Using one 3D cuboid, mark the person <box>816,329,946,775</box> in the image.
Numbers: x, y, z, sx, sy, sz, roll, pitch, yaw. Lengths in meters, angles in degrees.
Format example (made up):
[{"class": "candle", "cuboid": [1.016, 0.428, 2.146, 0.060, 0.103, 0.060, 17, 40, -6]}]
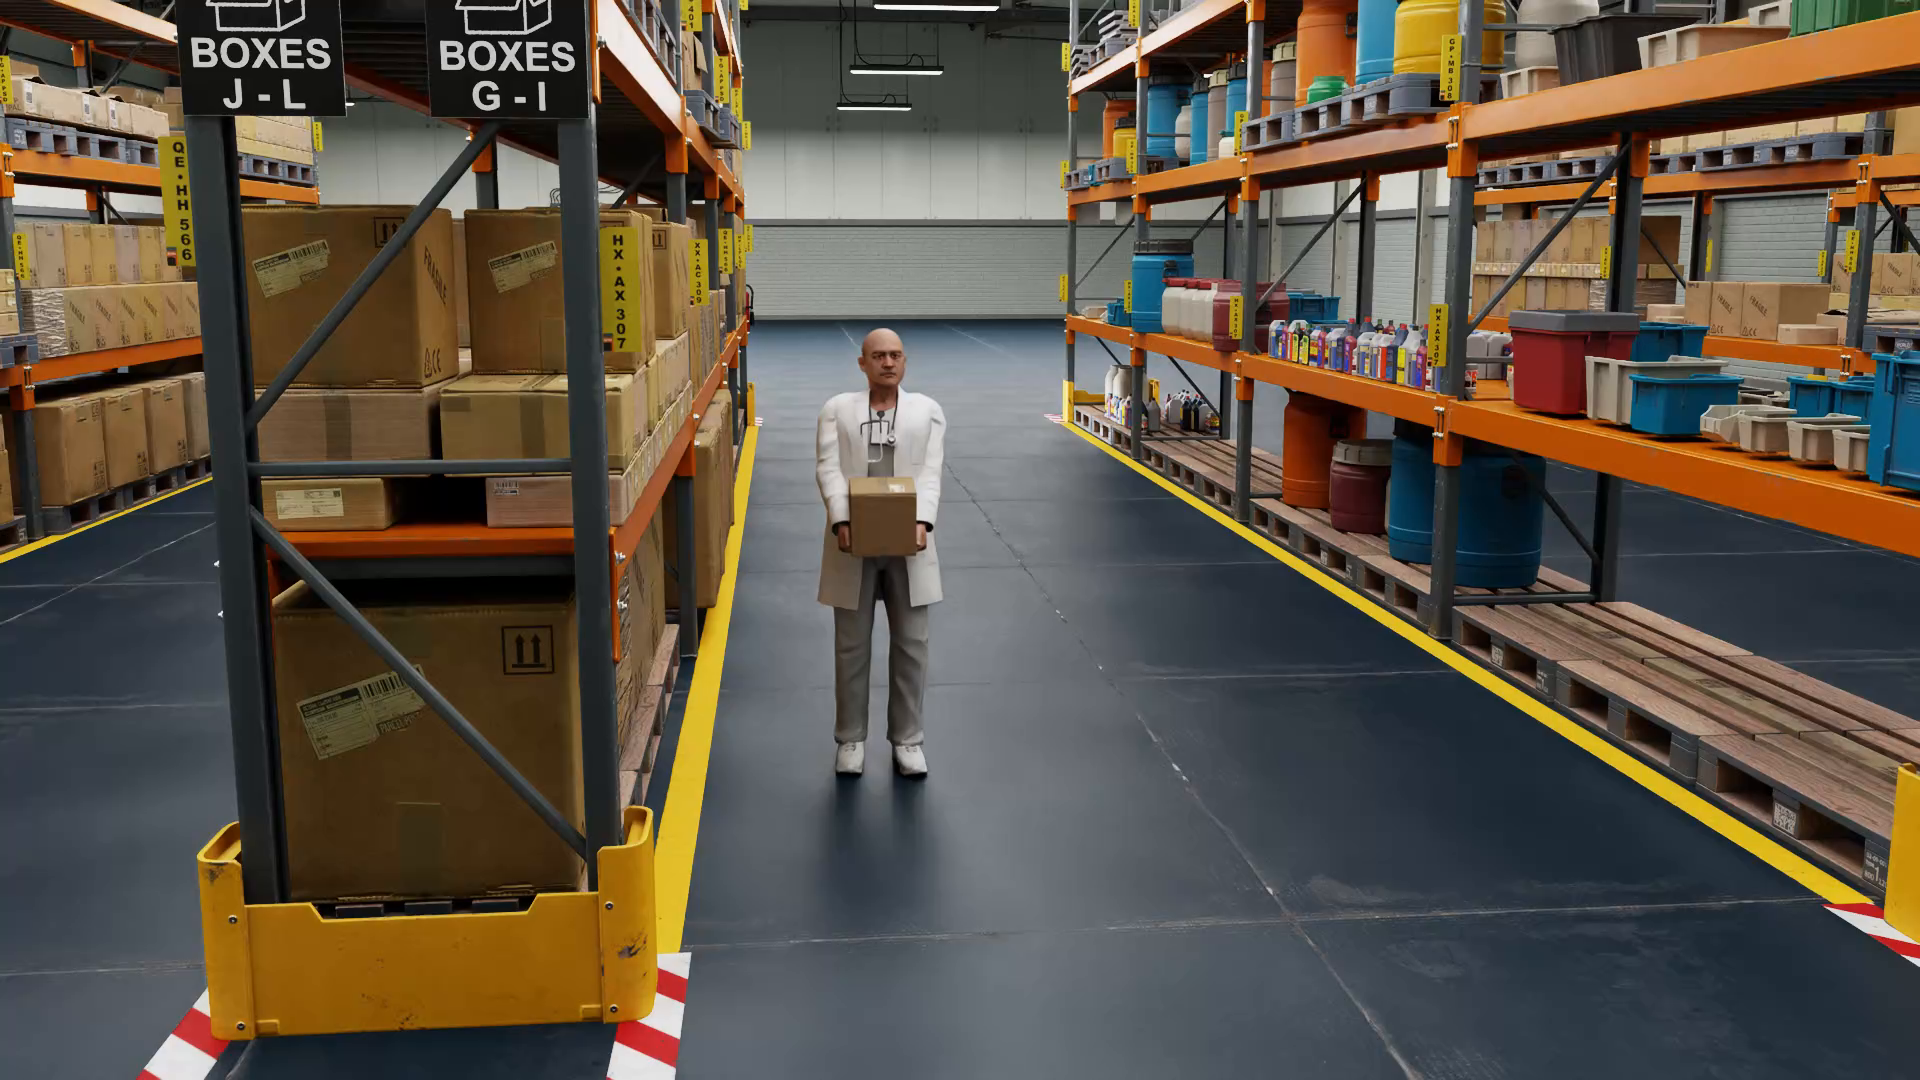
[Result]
[{"class": "person", "cuboid": [-0.306, 0.058, 6.626, 0.529, 1.771, 0.555, -1, 10, -5]}]
